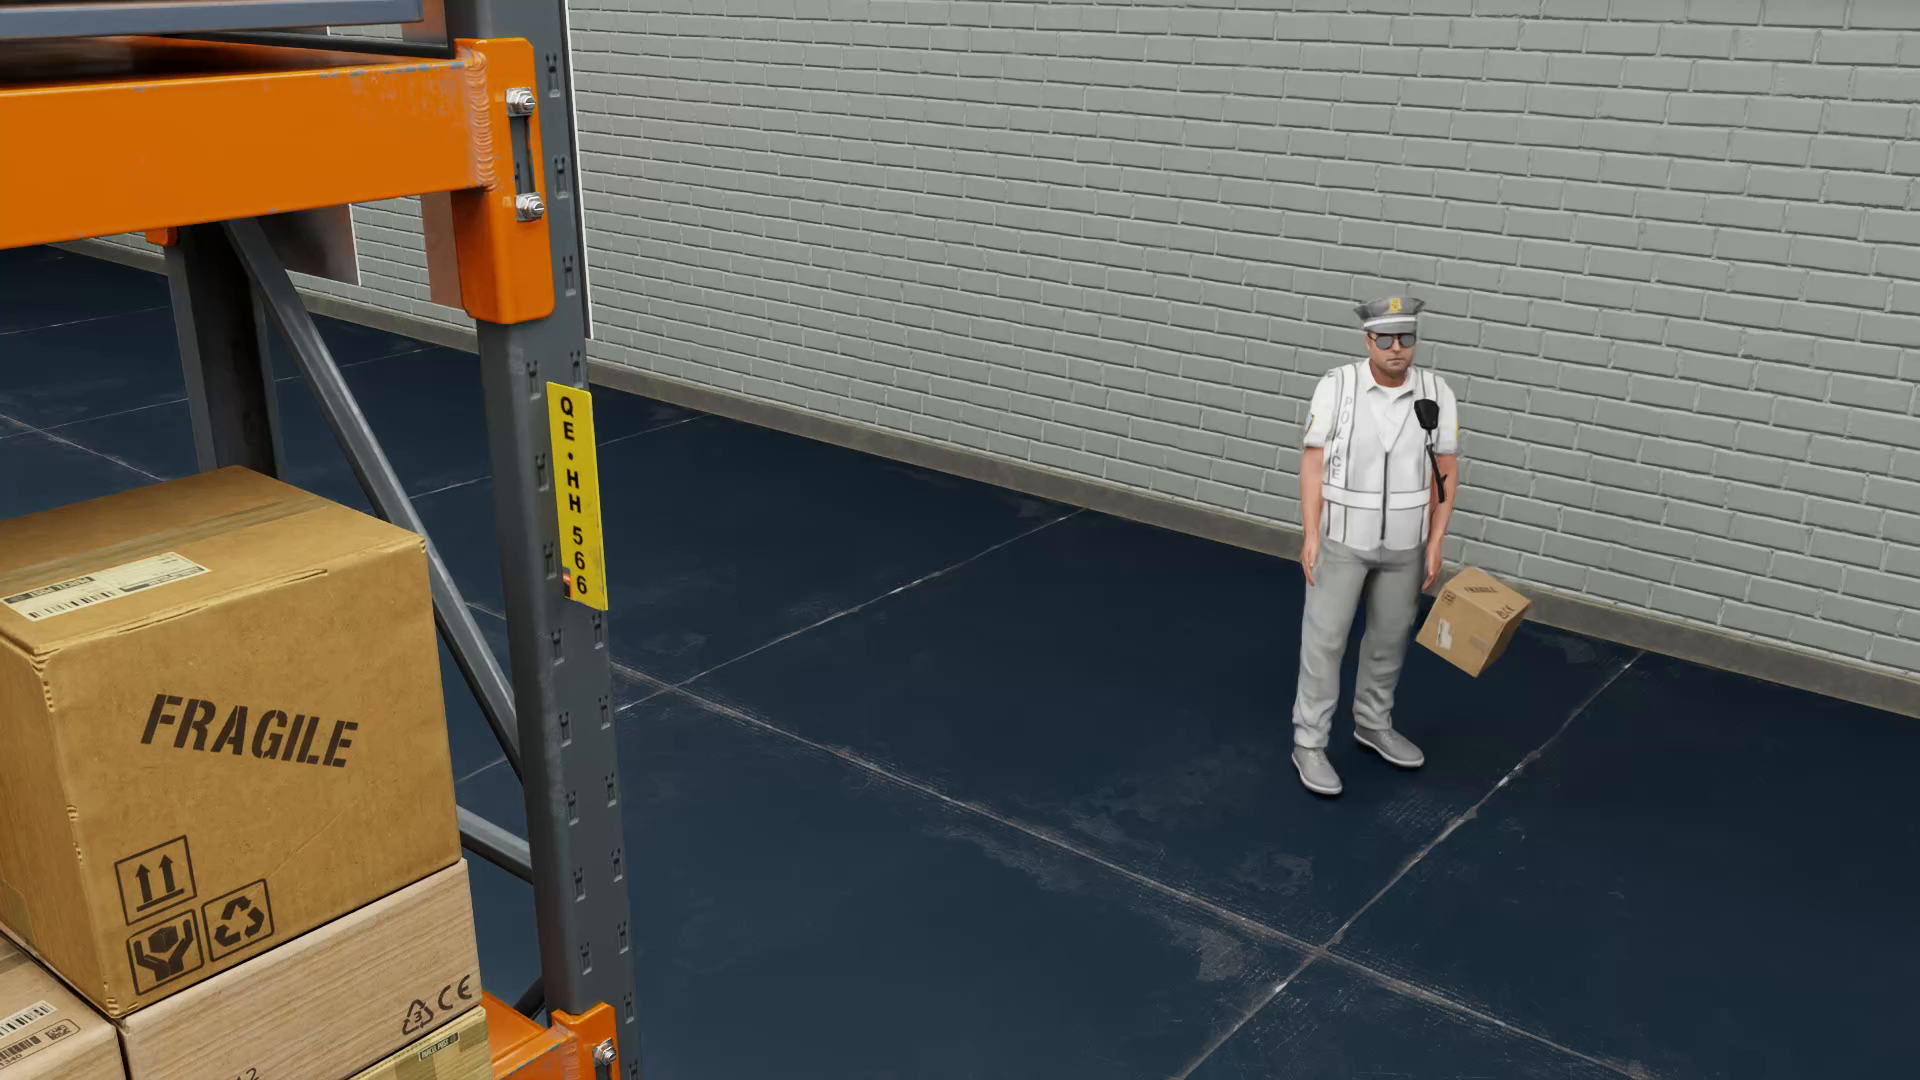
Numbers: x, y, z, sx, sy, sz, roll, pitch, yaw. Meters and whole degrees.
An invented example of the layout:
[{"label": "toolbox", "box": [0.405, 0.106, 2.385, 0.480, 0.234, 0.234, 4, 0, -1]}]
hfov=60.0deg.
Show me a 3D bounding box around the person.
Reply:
[{"label": "person", "box": [1.497, 0.010, 5.958, 0.576, 1.778, 0.551, 0, 20, -1]}]
